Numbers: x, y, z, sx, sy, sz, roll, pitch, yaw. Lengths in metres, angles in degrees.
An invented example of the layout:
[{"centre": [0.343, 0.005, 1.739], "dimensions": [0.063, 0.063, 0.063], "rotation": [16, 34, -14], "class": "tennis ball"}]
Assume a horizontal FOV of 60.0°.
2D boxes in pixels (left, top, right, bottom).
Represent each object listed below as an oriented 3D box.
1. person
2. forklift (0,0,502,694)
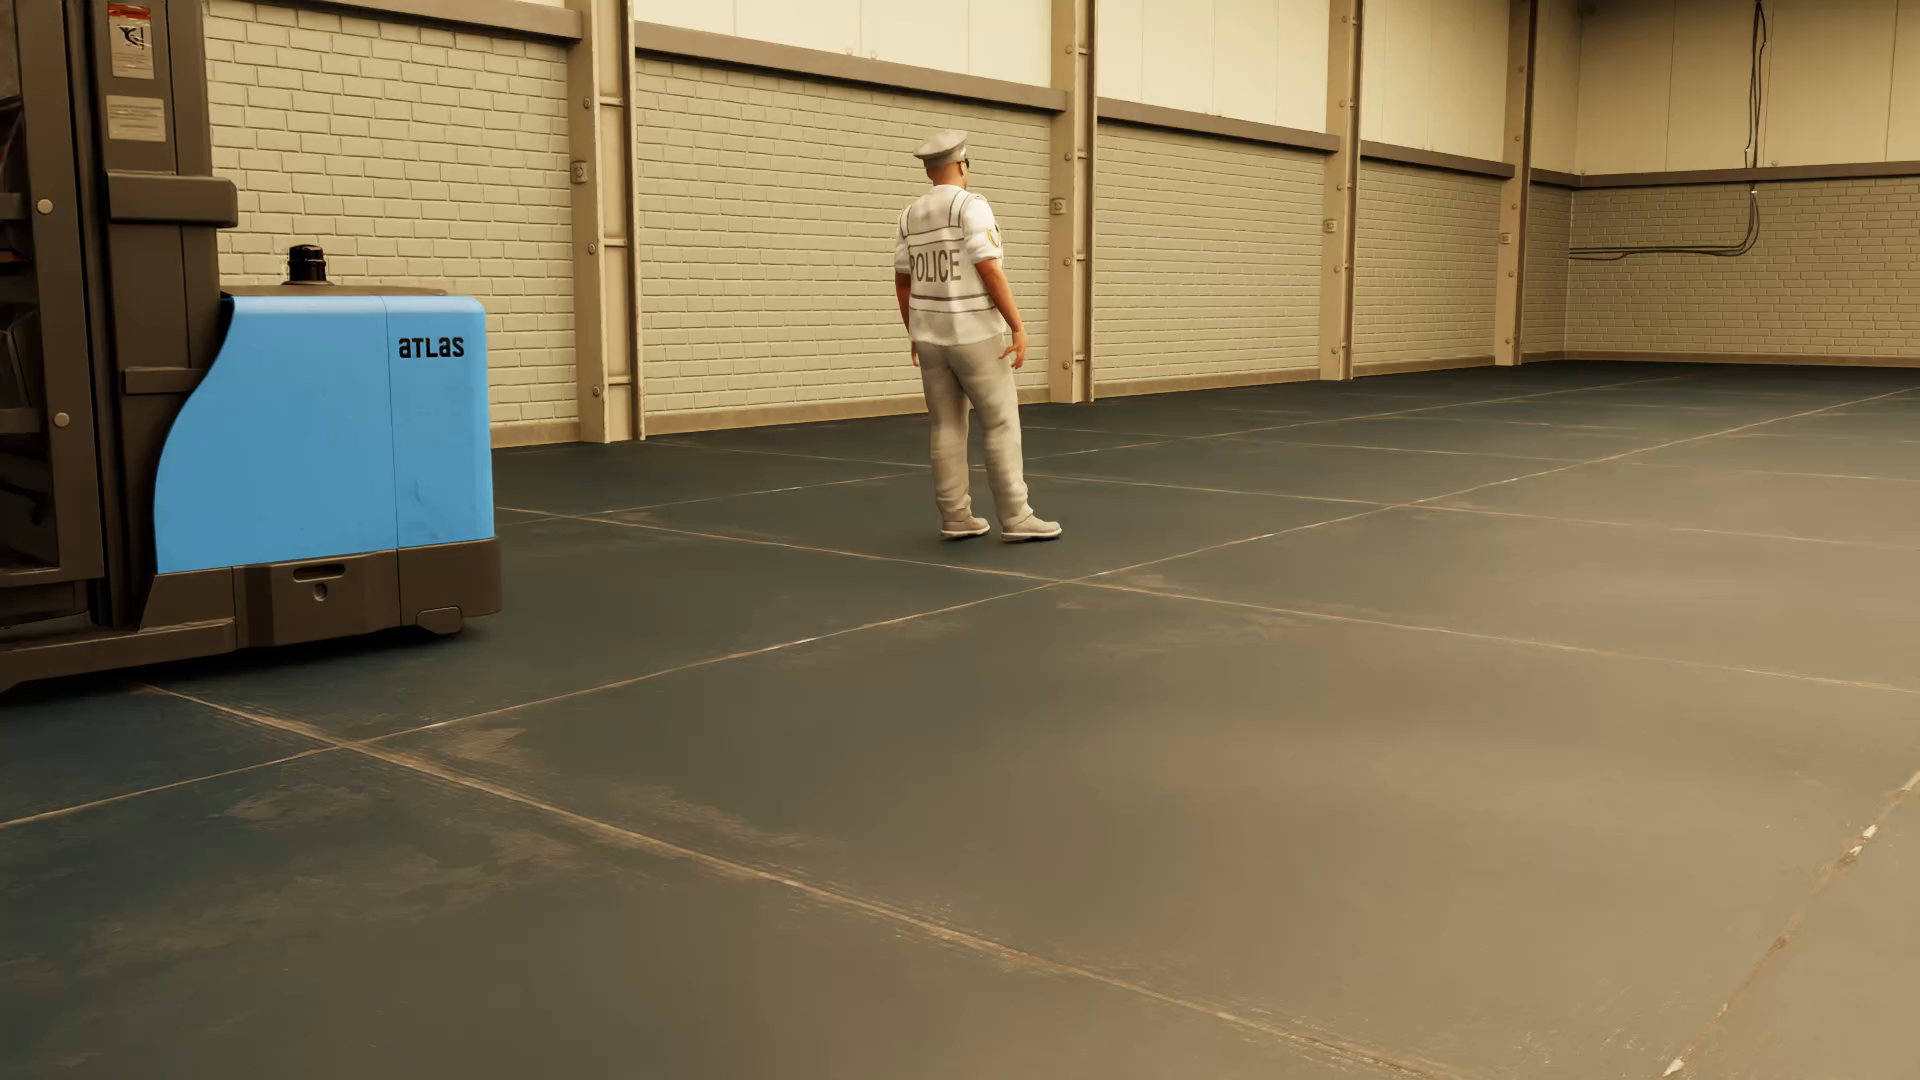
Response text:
[{"centre": [0.058, -0.897, 7.328], "dimensions": [0.641, 1.780, 0.574], "rotation": [7, 11, 38], "class": "person"}, {"centre": [-2.901, -1.057, 4.505], "dimensions": [3.031, 2.935, 1.130], "rotation": [-8, 11, -42], "class": "forklift"}]
